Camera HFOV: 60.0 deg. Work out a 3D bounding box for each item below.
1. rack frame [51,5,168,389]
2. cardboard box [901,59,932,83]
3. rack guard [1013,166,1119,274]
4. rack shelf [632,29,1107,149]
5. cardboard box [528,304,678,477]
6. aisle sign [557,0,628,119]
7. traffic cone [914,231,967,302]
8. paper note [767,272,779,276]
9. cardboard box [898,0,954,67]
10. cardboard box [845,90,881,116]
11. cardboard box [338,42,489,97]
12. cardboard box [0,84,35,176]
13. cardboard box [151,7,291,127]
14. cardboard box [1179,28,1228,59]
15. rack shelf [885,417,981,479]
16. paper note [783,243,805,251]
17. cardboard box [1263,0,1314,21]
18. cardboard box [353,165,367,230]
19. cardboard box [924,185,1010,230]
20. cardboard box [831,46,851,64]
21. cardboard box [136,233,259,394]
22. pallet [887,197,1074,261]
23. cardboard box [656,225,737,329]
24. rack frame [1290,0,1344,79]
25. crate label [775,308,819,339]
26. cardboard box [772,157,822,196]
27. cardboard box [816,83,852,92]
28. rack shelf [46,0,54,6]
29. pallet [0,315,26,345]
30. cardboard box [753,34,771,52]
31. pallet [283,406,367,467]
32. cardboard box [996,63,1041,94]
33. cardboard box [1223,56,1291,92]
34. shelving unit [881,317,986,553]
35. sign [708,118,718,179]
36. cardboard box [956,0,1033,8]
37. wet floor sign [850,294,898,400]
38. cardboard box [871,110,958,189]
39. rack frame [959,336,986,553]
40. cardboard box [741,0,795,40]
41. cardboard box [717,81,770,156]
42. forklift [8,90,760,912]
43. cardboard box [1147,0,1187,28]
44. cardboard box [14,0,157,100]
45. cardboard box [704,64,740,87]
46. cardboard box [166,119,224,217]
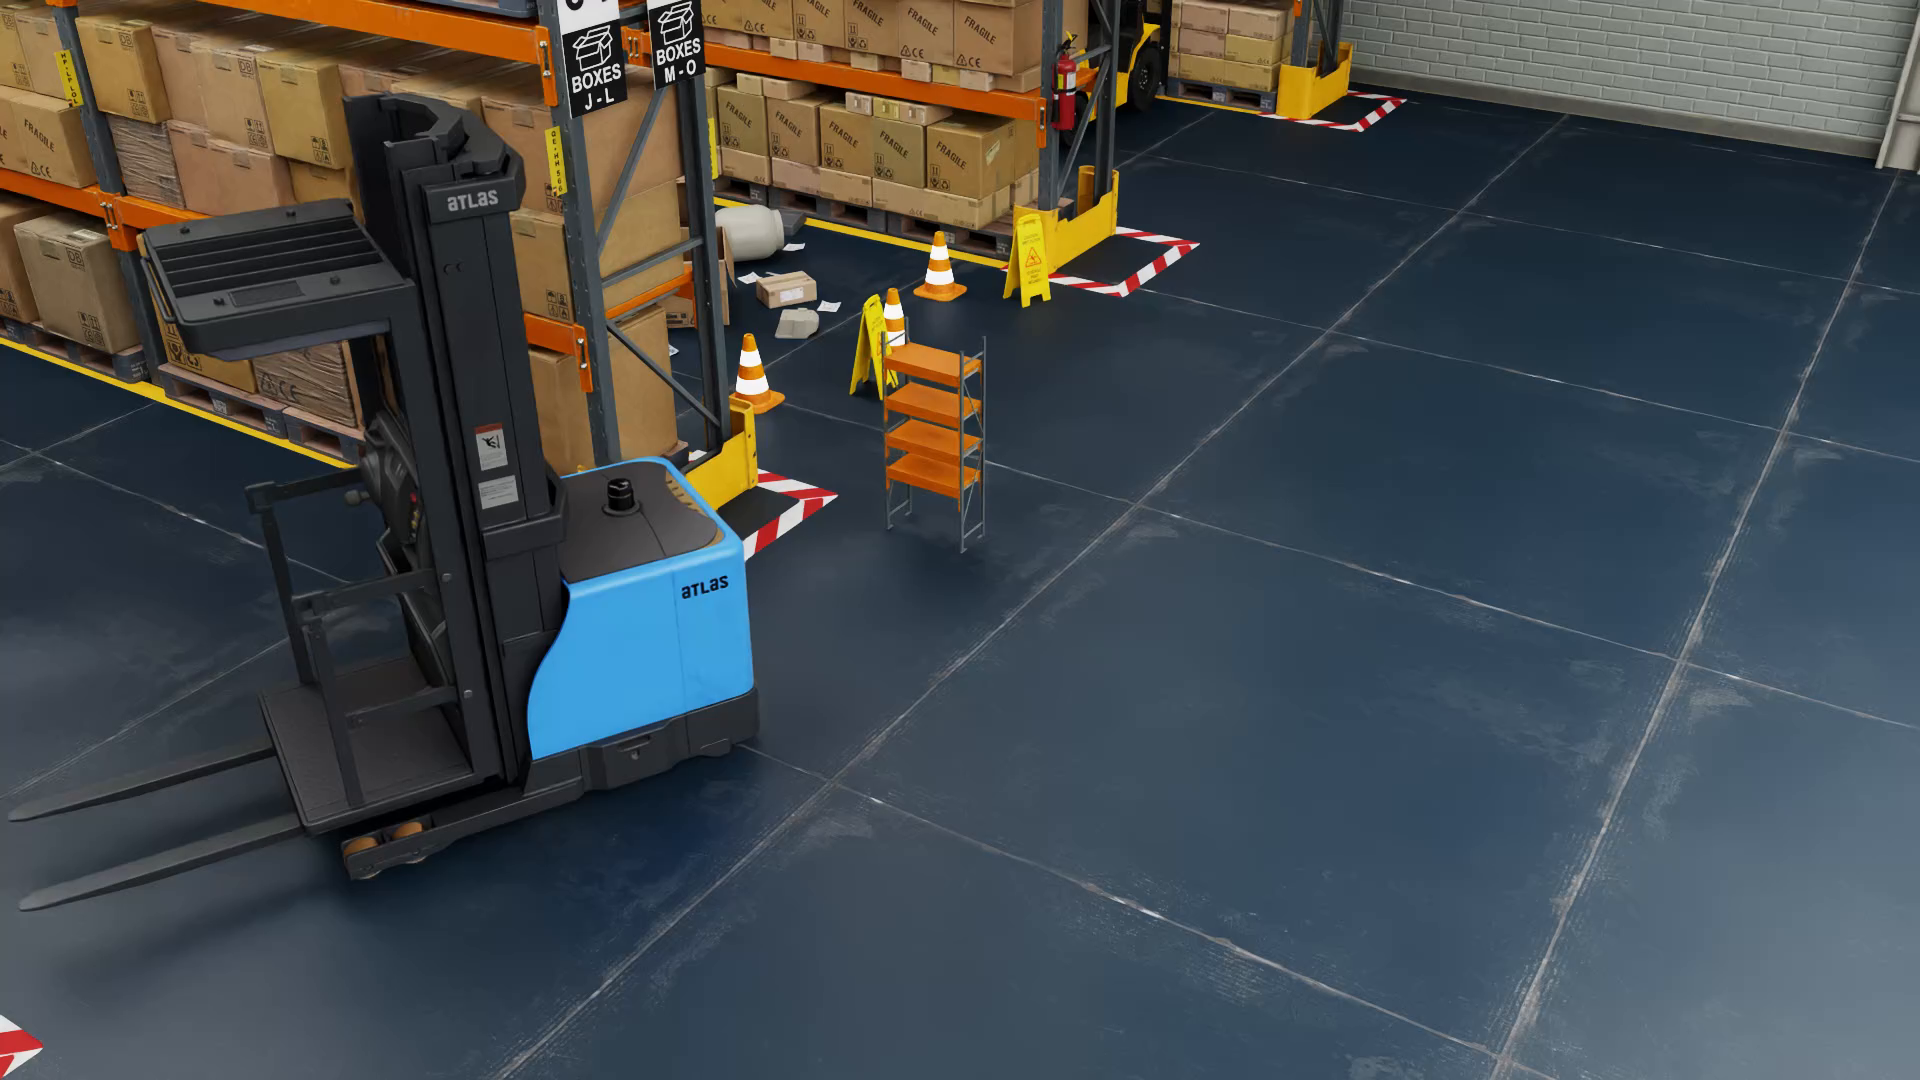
[{"bbox_3d":[-5.031,-2.521,10.594,0.127,3.000,1.000,18,35,27],"label":"rack frame"},{"bbox_3d":[-0.242,-3.644,12.769,0.250,0.149,0.380,18,35,28],"label":"cardboard box"},{"bbox_3d":[0.838,-2.530,13.090,0.348,0.500,1.175,18,35,27],"label":"rack guard"},{"bbox_3d":[-0.792,-3.814,13.525,4.000,0.370,1.077,18,35,27],"label":"rack shelf"},{"bbox_3d":[-2.253,-0.866,9.450,0.875,0.875,0.875,18,35,28],"label":"cardboard box"},{"bbox_3d":[-1.743,-2.425,7.851,0.004,0.787,0.394,18,35,27],"label":"aisle sign"},{"bbox_3d":[-0.148,-2.058,12.318,0.334,0.463,0.336,18,35,27],"label":"traffic cone"},{"bbox_3d":[-1.431,-2.036,12.730,0.123,0.001,0.032,18,35,27],"label":"paper note"},{"bbox_3d":[-0.125,-3.925,12.606,0.500,0.500,0.500,18,35,27],"label":"cardboard box"},{"bbox_3d":[-0.695,-3.500,13.197,0.250,0.149,0.380,19,35,29],"label":"cardboard box"},{"bbox_3d":[-2.854,-2.412,9.188,0.550,0.550,0.875,18,35,27],"label":"cardboard box"},{"bbox_3d":[-6.043,-2.725,10.845,0.500,0.500,0.500,17,34,27],"label":"cardboard box"},{"bbox_3d":[-4.210,-2.841,9.922,0.550,0.550,0.875,18,35,27],"label":"cardboard box"},{"bbox_3d":[2.541,-5.054,16.752,0.500,0.250,0.500,17,34,27],"label":"cardboard box"},{"bbox_3d":[-0.140,-0.504,9.058,0.480,0.148,0.258,18,35,27],"label":"rack shelf"},{"bbox_3d":[-1.319,-2.334,13.221,0.148,0.019,0.142,6,31,10],"label":"paper note"},{"bbox_3d":[3.232,-5.344,16.753,0.500,0.250,0.500,17,34,27],"label":"cardboard box"},{"bbox_3d":[-2.867,-1.936,9.443,0.550,0.550,0.875,18,35,27],"label":"cardboard box"},{"bbox_3d":[0.054,-2.691,13.198,0.500,0.250,0.500,17,34,27],"label":"cardboard box"},{"bbox_3d":[-0.812,-3.907,13.220,0.250,0.149,0.380,18,35,27],"label":"cardboard box"},{"bbox_3d":[-4.536,-1.586,10.684,0.875,0.875,0.875,18,35,28],"label":"cardboard box"},{"bbox_3d":[0.169,-2.638,13.562,1.213,0.211,1.003,18,35,27],"label":"pallet"},{"bbox_3d":[-1.931,-1.901,12.009,0.637,0.503,0.797,-4,30,-7],"label":"cardboard box"},{"bbox_3d":[3.538,-5.709,16.058,0.127,3.000,1.000,18,35,27],"label":"rack frame"},{"bbox_3d":[-1.149,-1.537,11.748,0.298,0.136,0.250,1,30,2],"label":"crate label"},{"bbox_3d":[-1.220,-3.102,13.902,0.500,0.250,0.500,17,34,27],"label":"cardboard box"},{"bbox_3d":[-0.977,-3.663,14.119,0.500,0.500,0.500,20,36,30],"label":"cardboard box"},{"bbox_3d":[-6.725,-4.042,10.938,4.000,0.370,1.077,18,35,27],"label":"rack shelf"},{"bbox_3d":[-6.763,-1.817,12.156,1.213,0.211,1.003,18,35,27],"label":"pallet"},{"bbox_3d":[-1.473,-4.088,13.530,0.250,0.149,0.380,17,34,27],"label":"cardboard box"},{"bbox_3d":[-3.392,-0.753,10.331,1.213,0.211,1.003,18,35,27],"label":"pallet"},{"bbox_3d":[0.472,-3.489,12.504,0.250,0.149,0.380,19,35,29],"label":"cardboard box"},{"bbox_3d":[2.972,-4.693,16.630,0.500,0.250,0.500,18,35,28],"label":"cardboard box"},{"bbox_3d":[-0.140,-0.563,9.024,0.503,1.200,0.258,18,35,27],"label":"shelving unit"},{"bbox_3d":[-1.343,-2.093,8.923,0.005,0.325,0.100,18,35,27],"label":"sign"},{"bbox_3d":[0.354,-4.236,12.148,0.500,0.500,0.700,17,34,26],"label":"cardboard box"},{"bbox_3d":[-0.566,-1.270,10.786,0.232,0.644,0.267,12,32,19],"label":"wet floor sign"},{"bbox_3d":[-0.359,-3.148,13.238,0.500,0.500,0.500,19,35,29],"label":"cardboard box"},{"bbox_3d":[0.066,-0.497,8.912,0.015,1.200,0.240,18,35,27],"label":"rack frame"},{"bbox_3d":[-1.405,-4.331,13.303,0.500,0.500,0.500,17,34,27],"label":"cardboard box"},{"bbox_3d":[-1.670,-3.567,13.955,0.500,0.500,0.500,19,35,29],"label":"cardboard box"},{"bbox_3d":[-2.453,-0.175,6.642,3.031,2.935,1.130,-16,34,-25],"label":"forklift"},{"bbox_3d":[2.114,-5.390,16.831,0.500,0.250,0.500,18,35,28],"label":"cardboard box"},{"bbox_3d":[-5.455,-3.126,10.541,0.500,0.500,0.700,17,34,27],"label":"cardboard box"},{"bbox_3d":[-2.055,-3.926,13.927,0.250,0.149,0.380,18,35,28],"label":"cardboard box"},{"bbox_3d":[-4.235,-2.354,10.160,0.550,0.550,0.875,18,35,27],"label":"cardboard box"}]
